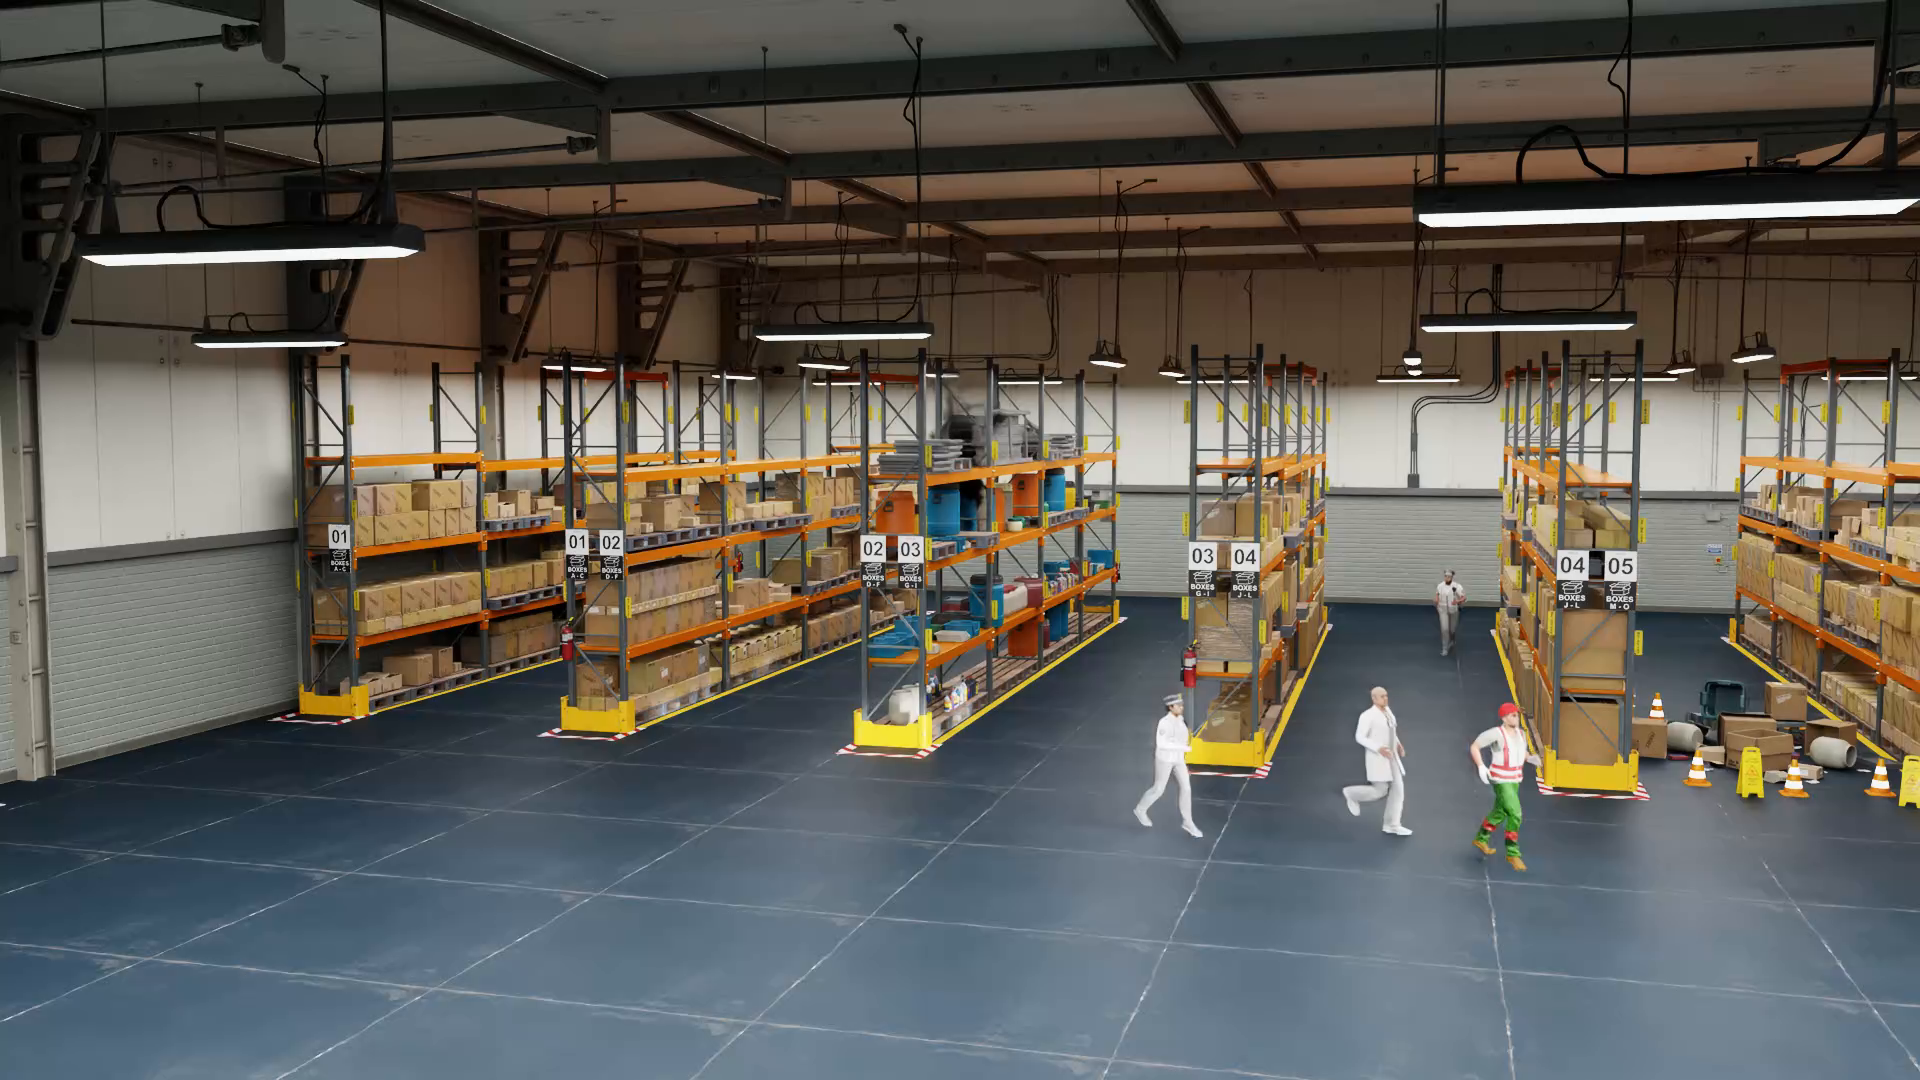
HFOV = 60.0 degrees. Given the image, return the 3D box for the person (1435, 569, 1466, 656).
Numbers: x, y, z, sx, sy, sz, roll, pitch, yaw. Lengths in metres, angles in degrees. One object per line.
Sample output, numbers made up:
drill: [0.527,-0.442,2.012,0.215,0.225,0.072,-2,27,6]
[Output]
person: [10.287,1.507,34.932,0.651,1.795,0.856,2,5,22]

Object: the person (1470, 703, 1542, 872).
person: [6.087,2.722,18.582,0.638,1.841,0.810,-3,5,-38]

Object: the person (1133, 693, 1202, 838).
person: [2.487,2.657,19.904,0.572,1.703,0.911,-4,6,-44]

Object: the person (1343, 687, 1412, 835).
person: [5.071,2.640,20.034,0.725,1.742,0.920,-3,5,-38]
